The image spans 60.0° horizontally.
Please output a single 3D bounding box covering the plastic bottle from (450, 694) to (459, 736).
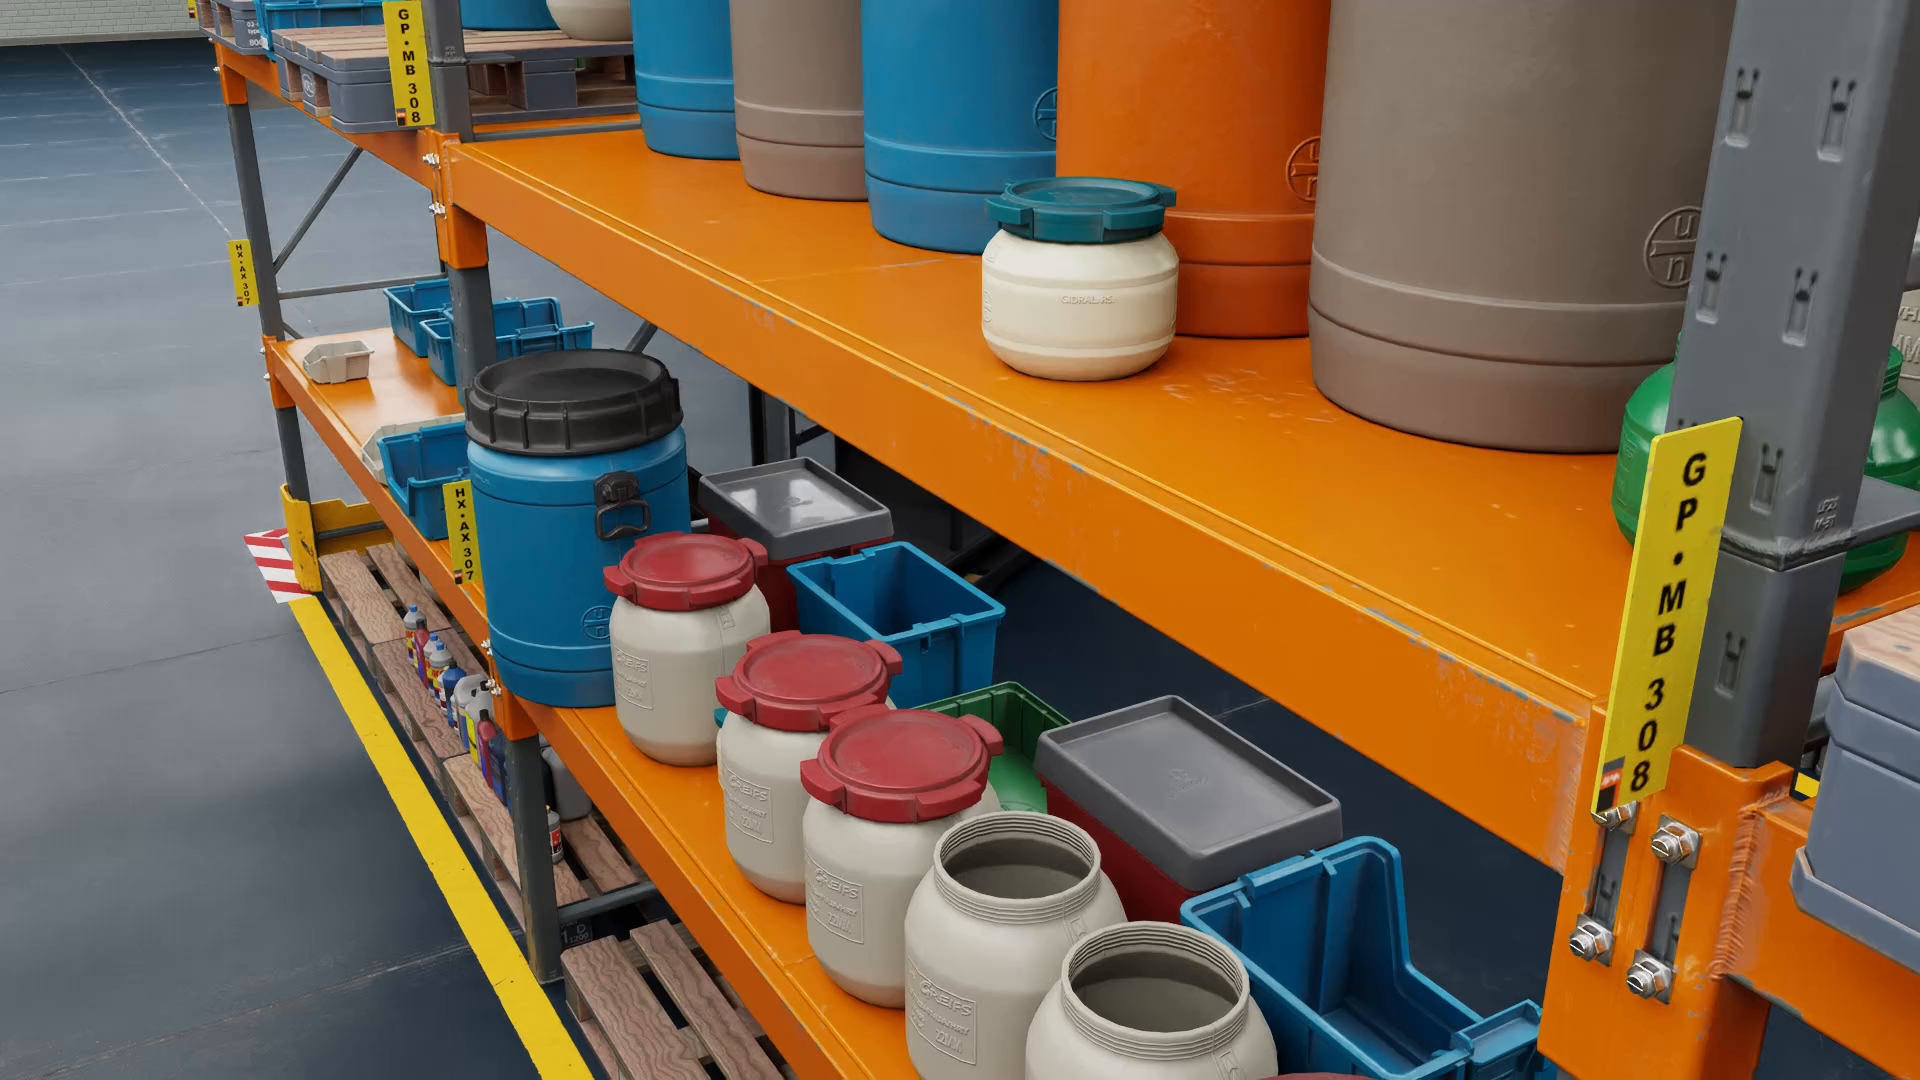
[{"bbox_3d":[-2.017,0.690,6.763,0.097,0.201,0.097,0,22,0],"label":"plastic bottle"}]

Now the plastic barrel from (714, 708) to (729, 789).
[{"bbox_3d":[-0.469,0.525,4.219,0.301,0.262,0.301,0,22,0],"label":"plastic barrel"}]

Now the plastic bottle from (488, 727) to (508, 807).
[{"bbox_3d":[-1.688,0.811,6.265,0.144,0.351,0.185,-14,26,-31],"label":"plastic bottle"}]

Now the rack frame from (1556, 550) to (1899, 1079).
[{"bbox_3d":[1.030,1.298,2.134,1.000,3.000,0.127,-13,25,-28],"label":"rack frame"}]

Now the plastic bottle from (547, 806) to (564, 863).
[{"bbox_3d":[-1.467,1.038,5.906,0.097,0.201,0.097,0,22,0],"label":"plastic bottle"}]

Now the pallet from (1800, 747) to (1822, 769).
[{"bbox_3d":[3.657,0.574,7.618,1.003,0.211,1.213,-13,25,-28],"label":"pallet"}]

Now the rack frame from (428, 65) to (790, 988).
[{"bbox_3d":[-1.013,0.003,5.320,1.000,3.000,0.127,-13,25,-28],"label":"rack frame"}]

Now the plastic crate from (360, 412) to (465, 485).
[{"bbox_3d":[-2.060,-0.352,6.543,0.530,0.136,0.437,-13,25,-28],"label":"plastic crate"}]

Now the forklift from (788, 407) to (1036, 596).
[{"bbox_3d":[-0.313,-1.155,8.261,1.130,2.935,3.031,12,25,28],"label":"forklift"}]

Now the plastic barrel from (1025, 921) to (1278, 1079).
[{"bbox_3d":[0.321,0.954,2.832,0.421,0.512,0.421,0,22,0],"label":"plastic barrel"}]

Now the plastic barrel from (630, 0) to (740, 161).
[{"bbox_3d":[-0.567,-1.496,4.359,0.600,0.901,0.708,-13,25,-28],"label":"plastic barrel"}]

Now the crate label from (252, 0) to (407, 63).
[{"bbox_3d":[-2.384,-1.943,6.322,0.502,0.251,0.408,-13,25,-28],"label":"crate label"}]

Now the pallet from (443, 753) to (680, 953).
[{"bbox_3d":[-1.321,1.070,6.400,1.003,0.211,1.213,-13,25,-28],"label":"pallet"}]

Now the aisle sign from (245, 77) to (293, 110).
[{"bbox_3d":[-3.345,-2.463,7.935,0.394,0.787,0.004,-13,25,-28],"label":"aisle sign"}]

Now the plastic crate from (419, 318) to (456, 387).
[{"bbox_3d":[-2.217,-0.907,7.757,0.499,0.251,0.408,-13,25,-28],"label":"plastic crate"}]

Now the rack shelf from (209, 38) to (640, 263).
[{"bbox_3d":[-2.035,-1.701,6.484,1.077,0.370,4.000,-13,25,-28],"label":"rack shelf"}]

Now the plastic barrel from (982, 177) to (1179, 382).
[{"bbox_3d":[0.180,-0.394,2.498,0.301,0.262,0.301,0,22,0],"label":"plastic barrel"}]

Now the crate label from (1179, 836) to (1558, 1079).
[{"bbox_3d":[0.755,0.908,3.047,0.502,0.435,0.616,-13,25,-28],"label":"crate label"}]

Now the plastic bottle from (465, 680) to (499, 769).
[{"bbox_3d":[-1.853,0.707,6.523,0.144,0.351,0.185,-13,25,-29],"label":"plastic bottle"}]

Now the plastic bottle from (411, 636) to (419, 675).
[{"bbox_3d":[-2.345,0.481,7.276,0.097,0.201,0.097,0,22,0],"label":"plastic bottle"}]

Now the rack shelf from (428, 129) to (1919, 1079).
[{"bbox_3d":[0.008,-0.406,3.298,1.077,0.370,4.000,-13,25,-28],"label":"rack shelf"}]

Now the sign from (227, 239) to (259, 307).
[{"bbox_3d":[-3.532,-1.315,8.197,0.100,0.325,0.005,-13,25,-28],"label":"sign"}]

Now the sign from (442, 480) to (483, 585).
[{"bbox_3d":[-1.492,-0.023,5.016,0.100,0.325,0.005,-13,25,-28],"label":"sign"}]

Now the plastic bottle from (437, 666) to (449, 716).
[{"bbox_3d":[-2.122,0.623,6.927,0.097,0.201,0.097,0,22,0],"label":"plastic bottle"}]

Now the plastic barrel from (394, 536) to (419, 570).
[{"bbox_3d":[-2.655,-0.135,8.407,0.421,0.512,0.421,0,22,0],"label":"plastic barrel"}]

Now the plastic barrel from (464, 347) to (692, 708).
[{"bbox_3d":[-1.076,-0.046,4.775,0.600,0.901,0.708,-13,25,-28],"label":"plastic barrel"}]

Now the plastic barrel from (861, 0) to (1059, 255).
[{"bbox_3d":[0.101,-1.072,3.317,0.600,0.901,0.708,-13,25,-28],"label":"plastic barrel"}]

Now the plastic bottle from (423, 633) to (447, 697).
[{"bbox_3d":[-2.223,0.526,7.072,0.097,0.271,0.097,0,22,0],"label":"plastic bottle"}]

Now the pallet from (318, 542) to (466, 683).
[{"bbox_3d":[-2.567,0.280,8.343,1.003,0.211,1.213,-13,25,-28],"label":"pallet"}]

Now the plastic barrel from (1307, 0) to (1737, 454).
[{"bbox_3d":[0.797,-0.631,2.232,0.600,0.901,0.600,0,22,0],"label":"plastic barrel"}]

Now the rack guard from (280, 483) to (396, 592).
[{"bbox_3d":[-2.977,-0.118,8.938,1.175,0.500,0.348,-13,25,-28],"label":"rack guard"}]

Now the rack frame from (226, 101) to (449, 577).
[{"bbox_3d":[-3.057,-1.292,8.506,1.000,3.000,0.127,-13,25,-28],"label":"rack frame"}]

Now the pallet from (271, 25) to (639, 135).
[{"bbox_3d":[-1.466,-1.514,5.319,1.213,0.211,1.003,-13,25,-28],"label":"pallet"}]

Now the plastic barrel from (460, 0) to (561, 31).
[{"bbox_3d":[-1.430,-2.156,5.425,0.600,0.901,0.708,-13,25,-28],"label":"plastic barrel"}]

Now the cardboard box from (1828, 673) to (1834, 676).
[{"bbox_3d":[3.761,0.383,6.734,0.500,0.311,0.500,-14,26,-30],"label":"cardboard box"}]

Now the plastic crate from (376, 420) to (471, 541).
[{"bbox_3d":[-1.812,-0.234,6.101,0.499,0.251,0.616,-13,25,-28],"label":"plastic crate"}]

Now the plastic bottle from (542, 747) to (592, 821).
[{"bbox_3d":[-1.466,0.846,6.181,0.144,0.351,0.185,-13,25,-28],"label":"plastic bottle"}]

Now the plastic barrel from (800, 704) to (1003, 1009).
[{"bbox_3d":[-0.117,0.670,3.500,0.433,0.535,0.433,0,22,0],"label":"plastic barrel"}]

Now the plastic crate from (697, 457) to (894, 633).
[{"bbox_3d":[-0.503,0.071,5.067,0.402,0.464,0.583,-13,25,-28],"label":"plastic crate"}]

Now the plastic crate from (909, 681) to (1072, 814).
[{"bbox_3d":[0.119,0.611,4.107,0.450,0.188,0.662,-13,25,-28],"label":"plastic crate"}]
